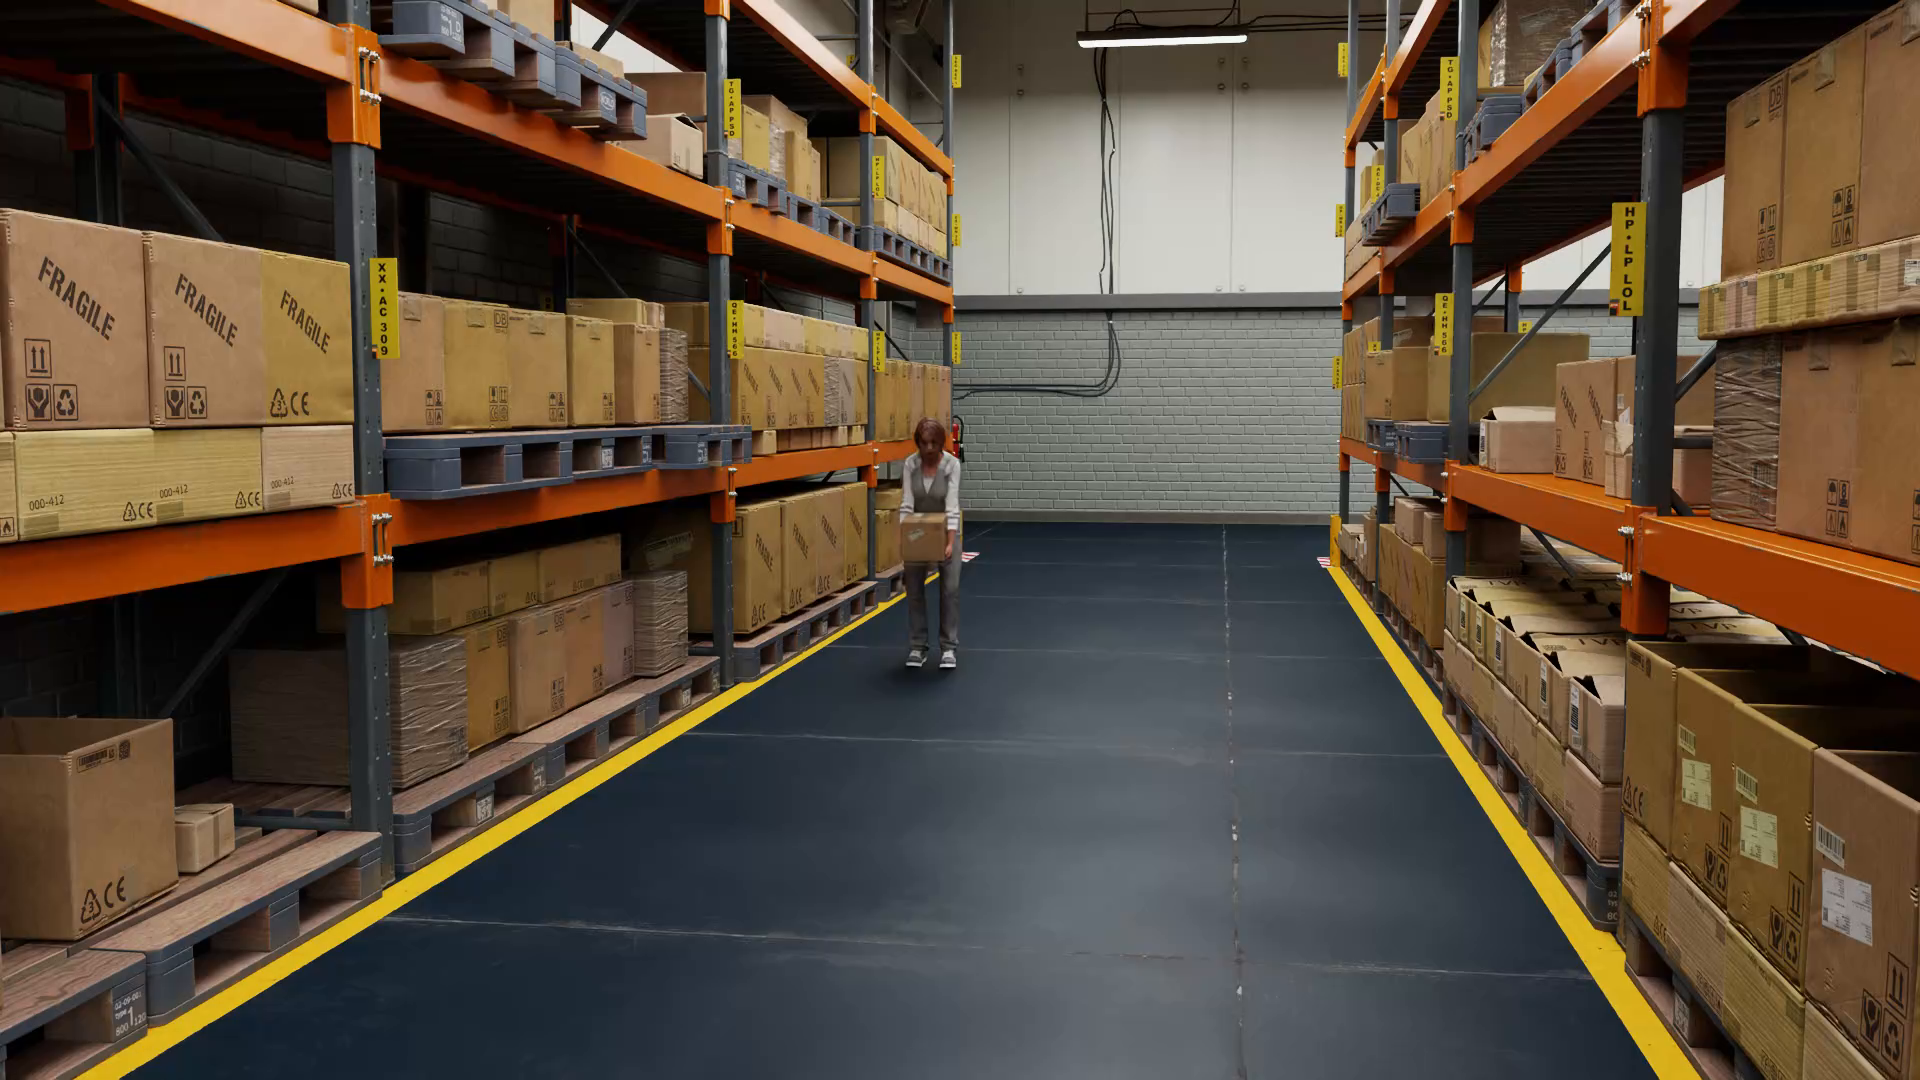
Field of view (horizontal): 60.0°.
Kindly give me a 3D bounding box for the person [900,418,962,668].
[{"bbox_3d":[-0.173,0.023,10.232,0.373,1.541,0.541,1,5,8],"label":"person"}]
